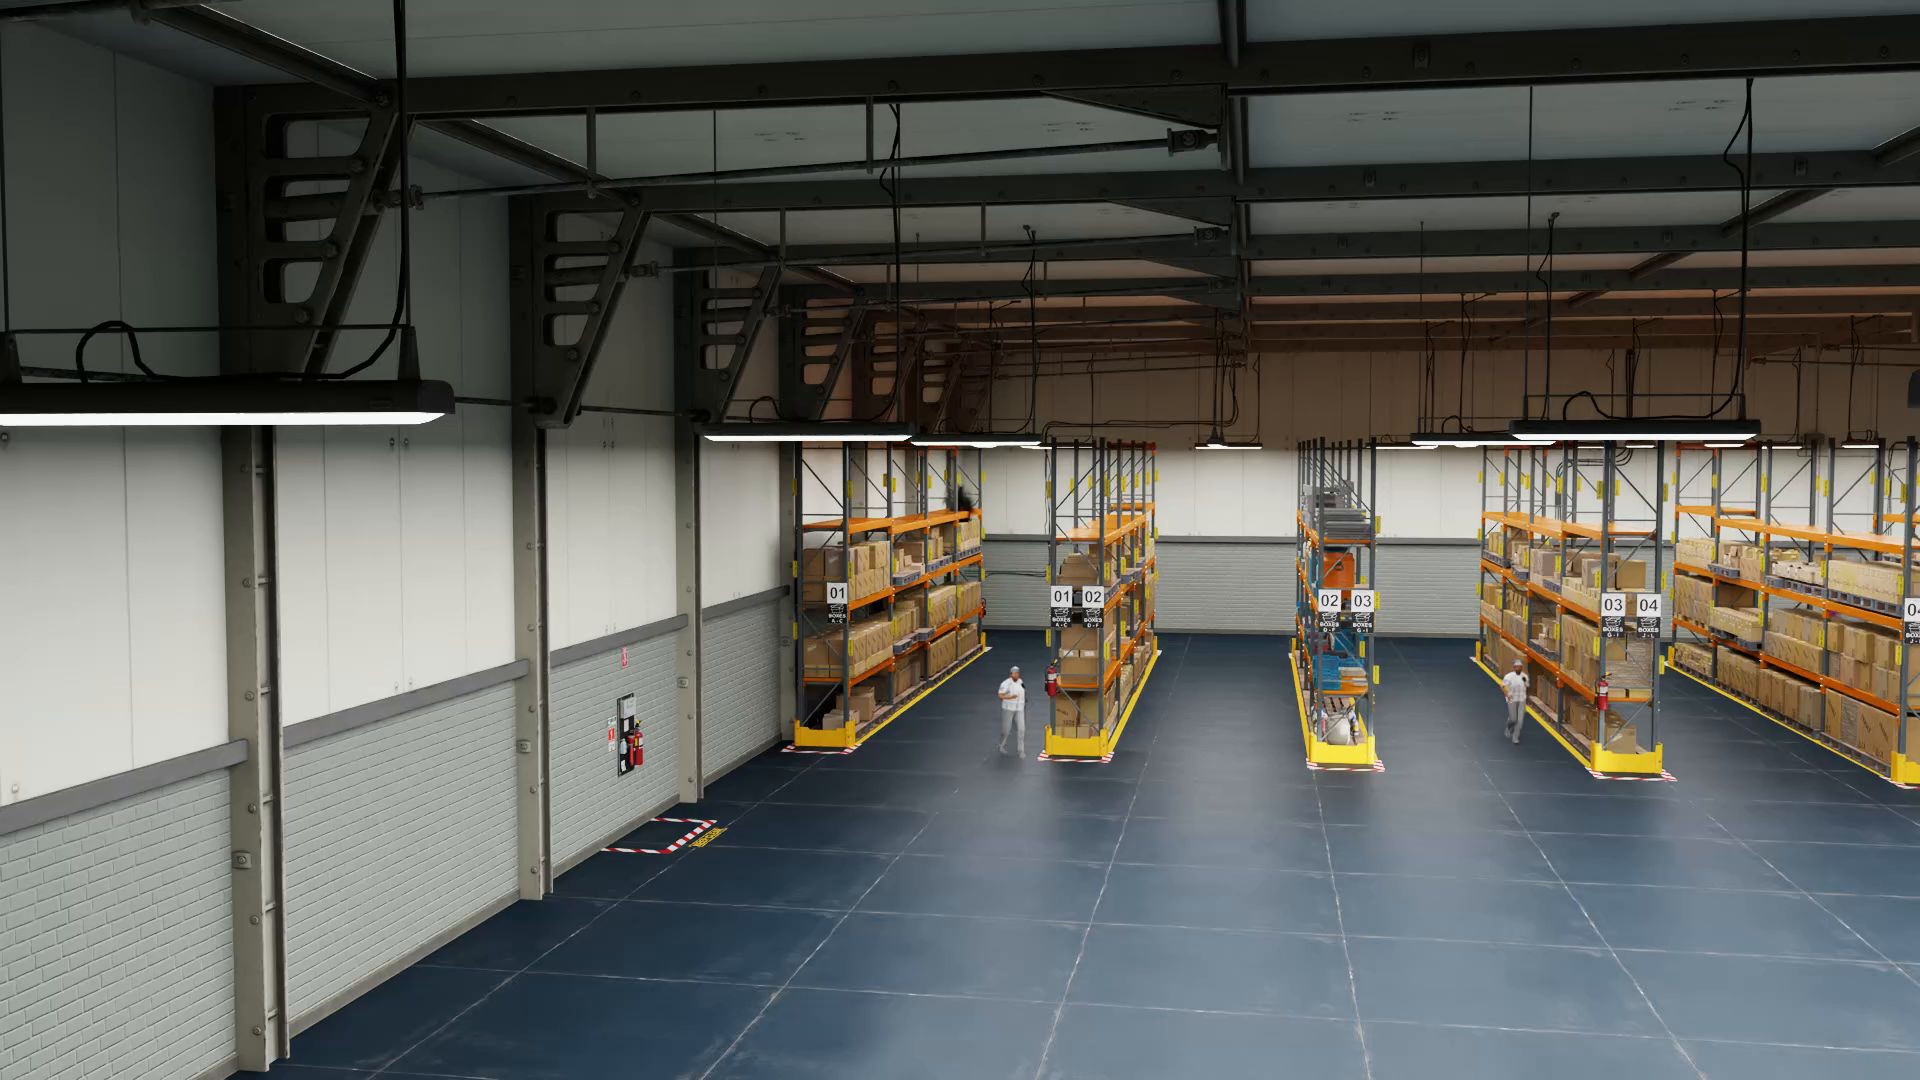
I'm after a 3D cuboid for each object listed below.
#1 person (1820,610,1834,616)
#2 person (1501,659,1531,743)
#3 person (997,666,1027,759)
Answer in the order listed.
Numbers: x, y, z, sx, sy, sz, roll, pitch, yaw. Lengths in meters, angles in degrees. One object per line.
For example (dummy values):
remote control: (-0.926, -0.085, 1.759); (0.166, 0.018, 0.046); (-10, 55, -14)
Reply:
person: (23.635, 2.449, 45.231); (0.868, 1.799, 0.707); (1, 3, 16)
person: (10.960, 3.161, 32.725); (0.557, 1.654, 0.549); (0, 3, 2)
person: (1.000, 3.234, 31.284); (0.610, 1.715, 0.765); (-1, 3, -22)
